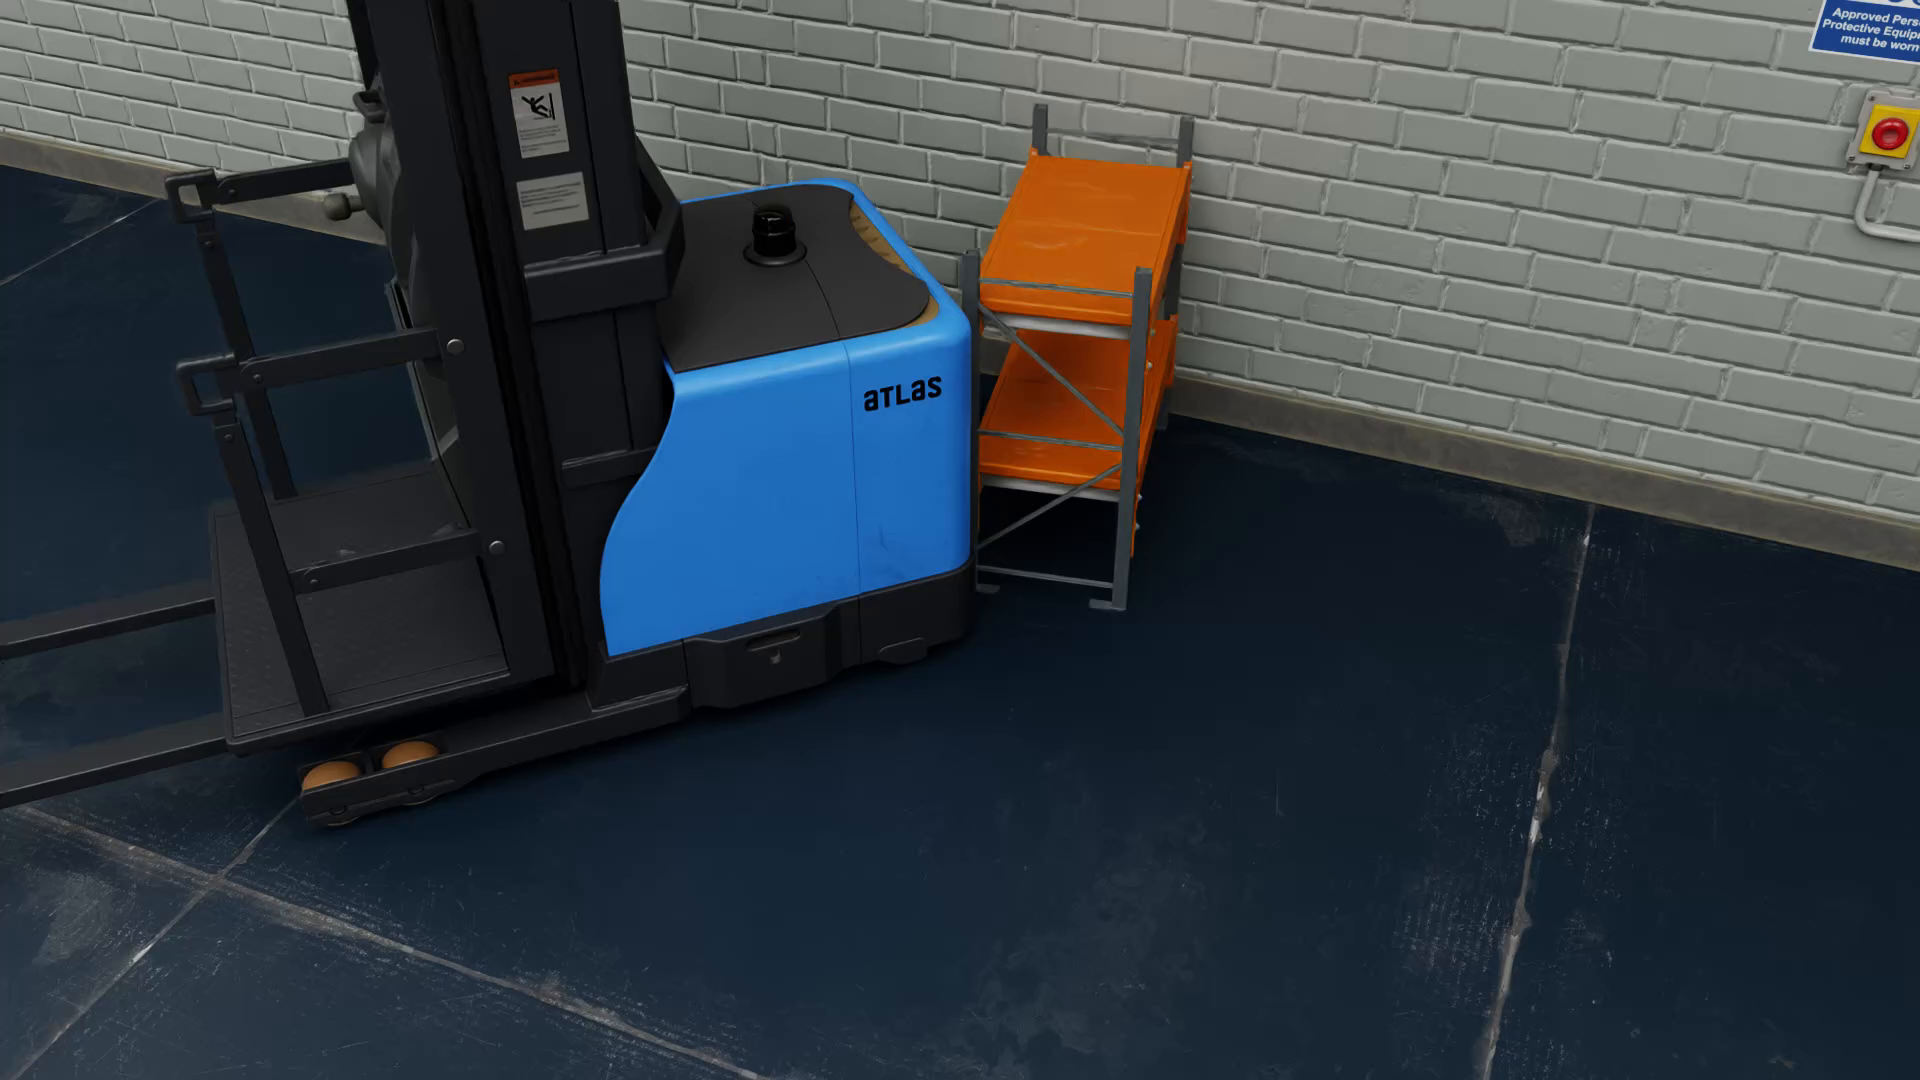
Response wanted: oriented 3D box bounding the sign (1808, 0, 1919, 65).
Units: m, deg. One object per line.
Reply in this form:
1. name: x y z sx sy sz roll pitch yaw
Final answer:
1. sign: 2.422 -1.360 4.339 0.327 0.218 0.001 14 39 18

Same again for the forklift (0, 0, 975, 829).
1. forklift: -1.525 -0.801 3.873 3.031 2.935 1.130 -14 39 -18

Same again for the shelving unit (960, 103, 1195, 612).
1. shelving unit: 0.364 -0.576 5.080 0.538 1.125 1.048 8 37 10

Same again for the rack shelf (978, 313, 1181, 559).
1. rack shelf: 0.364 -0.380 5.227 0.538 0.278 1.000 8 37 10

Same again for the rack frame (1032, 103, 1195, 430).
1. rack frame: 0.475 -0.873 5.478 0.500 1.125 0.032 8 37 10

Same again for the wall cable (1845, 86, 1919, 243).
1. wall cable: 2.443 -1.627 4.046 0.585 1.953 0.123 14 39 18

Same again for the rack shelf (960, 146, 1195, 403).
1. rack shelf: 0.364 -0.810 4.905 0.538 0.278 1.000 8 37 10

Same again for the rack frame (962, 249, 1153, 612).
1. rack frame: 0.253 -0.278 4.683 0.500 1.125 0.032 8 37 10
